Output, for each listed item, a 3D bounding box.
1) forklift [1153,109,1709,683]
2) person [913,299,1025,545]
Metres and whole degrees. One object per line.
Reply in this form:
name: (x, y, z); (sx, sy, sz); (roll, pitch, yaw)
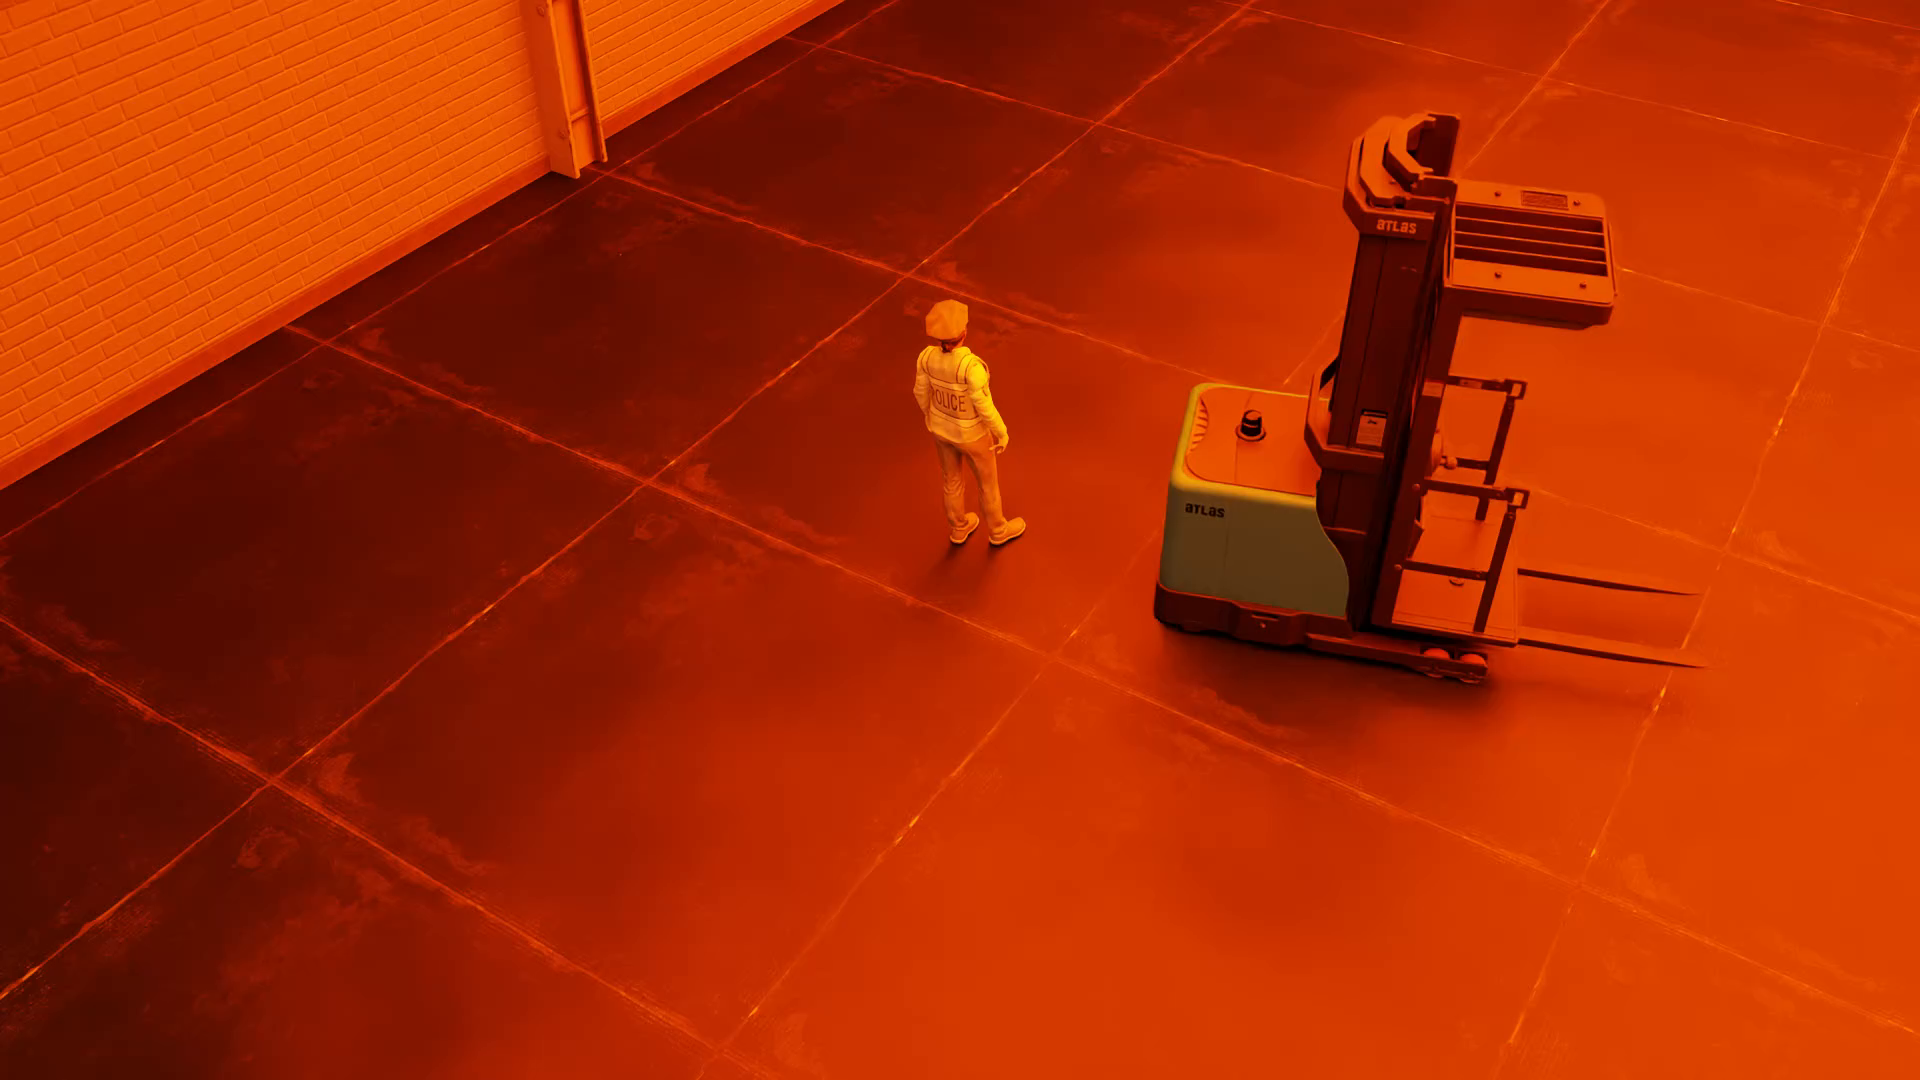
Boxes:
forklift: (2.696, -0.700, 8.792); (3.031, 2.935, 1.130); (9, 41, 10)
person: (0.042, -0.687, 9.723); (0.588, 1.695, 0.531); (22, 45, 24)
